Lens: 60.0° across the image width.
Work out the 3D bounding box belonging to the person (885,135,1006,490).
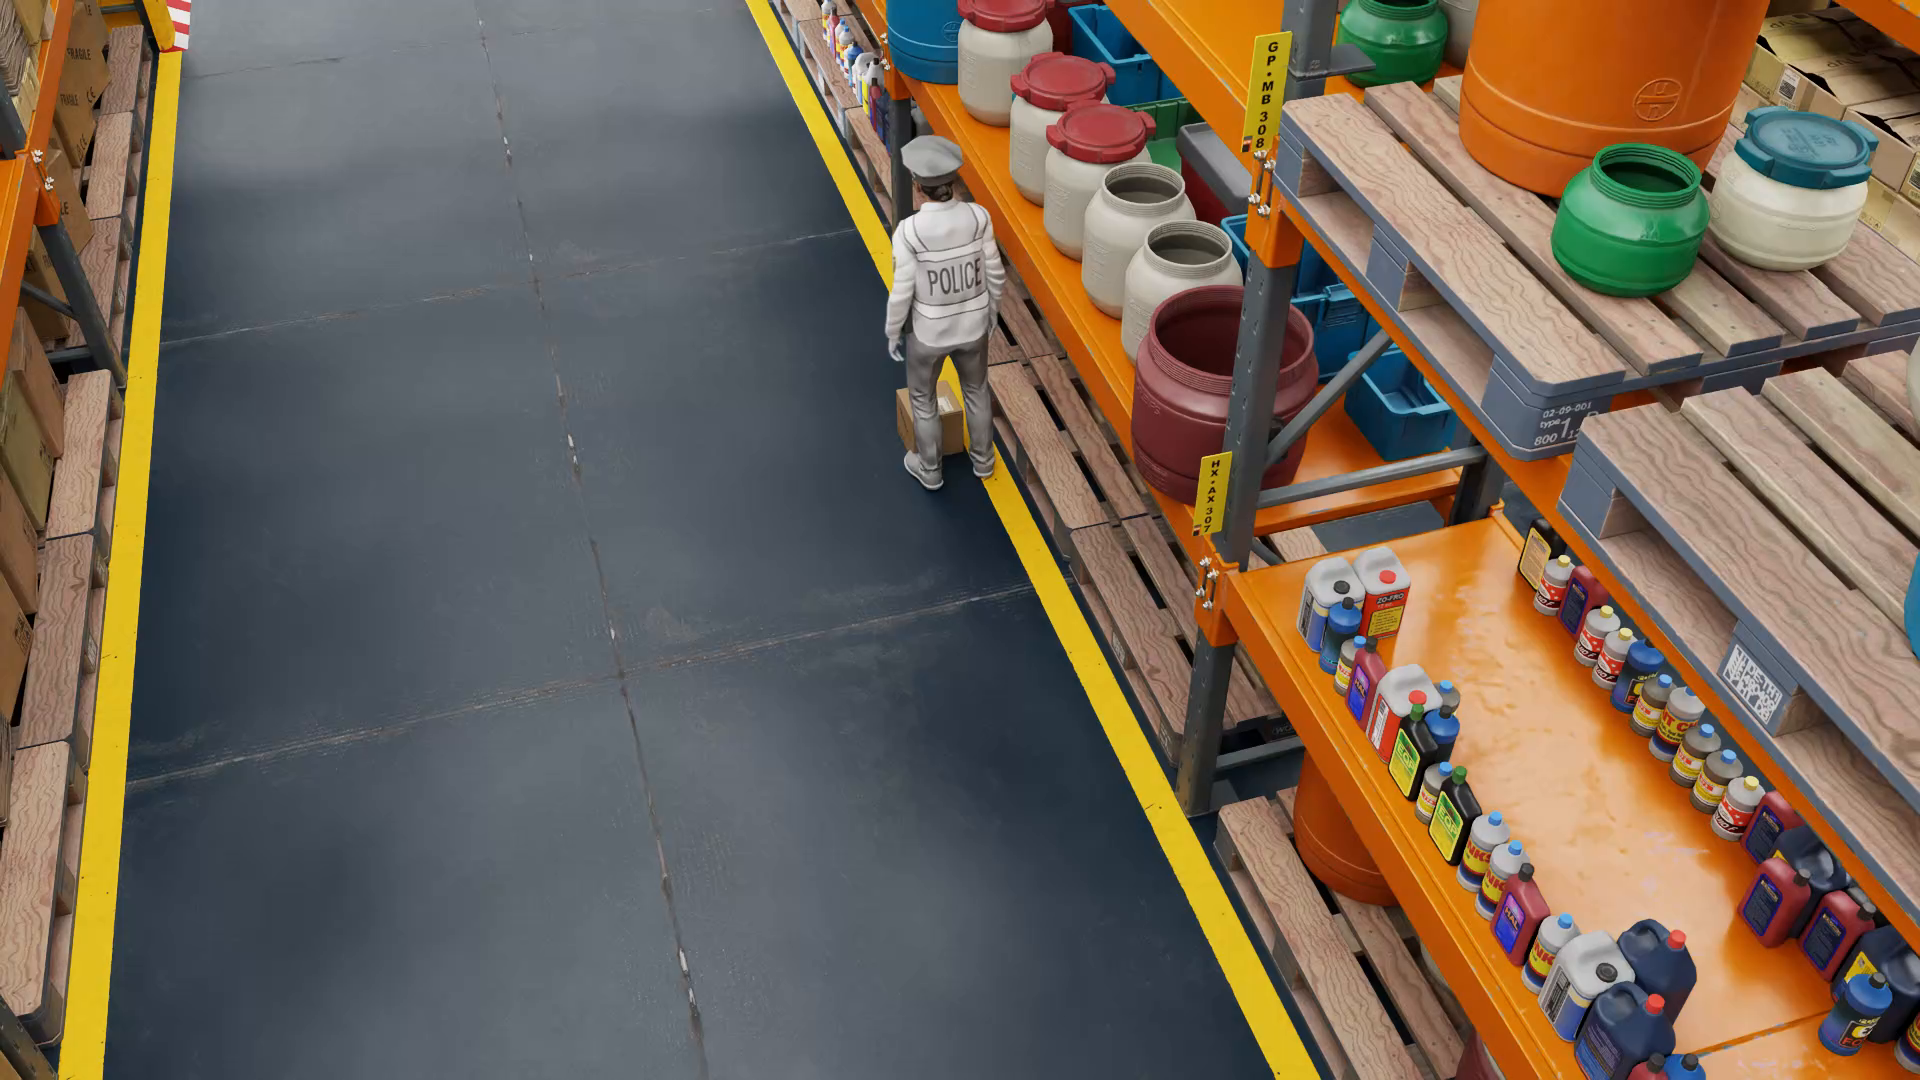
[{"bbox_3d":[-0.066,-0.923,7.167,0.541,1.661,0.375,-15,44,-15],"label":"person"}]
